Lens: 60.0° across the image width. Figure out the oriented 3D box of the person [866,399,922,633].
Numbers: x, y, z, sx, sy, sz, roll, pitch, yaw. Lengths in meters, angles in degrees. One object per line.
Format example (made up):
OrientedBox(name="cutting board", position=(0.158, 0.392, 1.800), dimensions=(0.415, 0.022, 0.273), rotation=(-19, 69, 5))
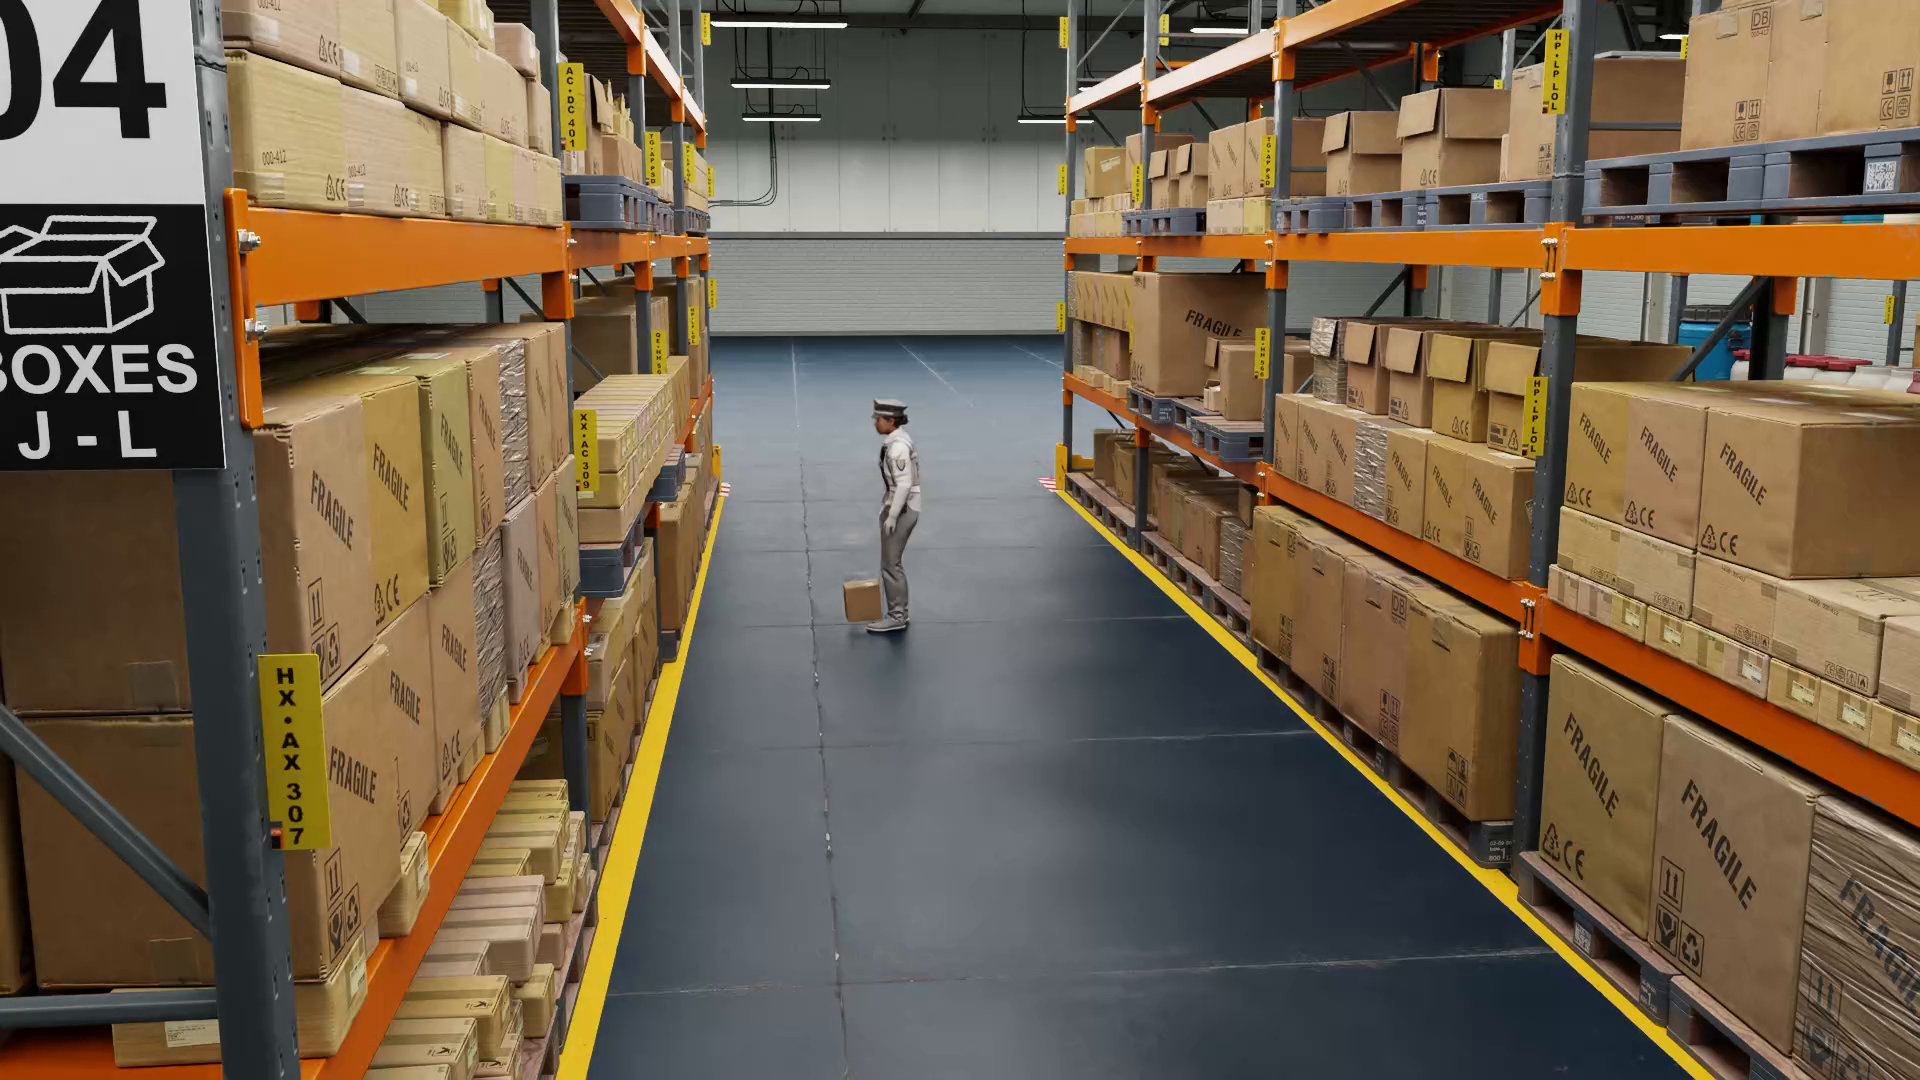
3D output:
OrientedBox(name="person", position=(-0.482, -0.183, 11.916), dimensions=(0.412, 1.665, 0.513), rotation=(-1, 10, -8))
